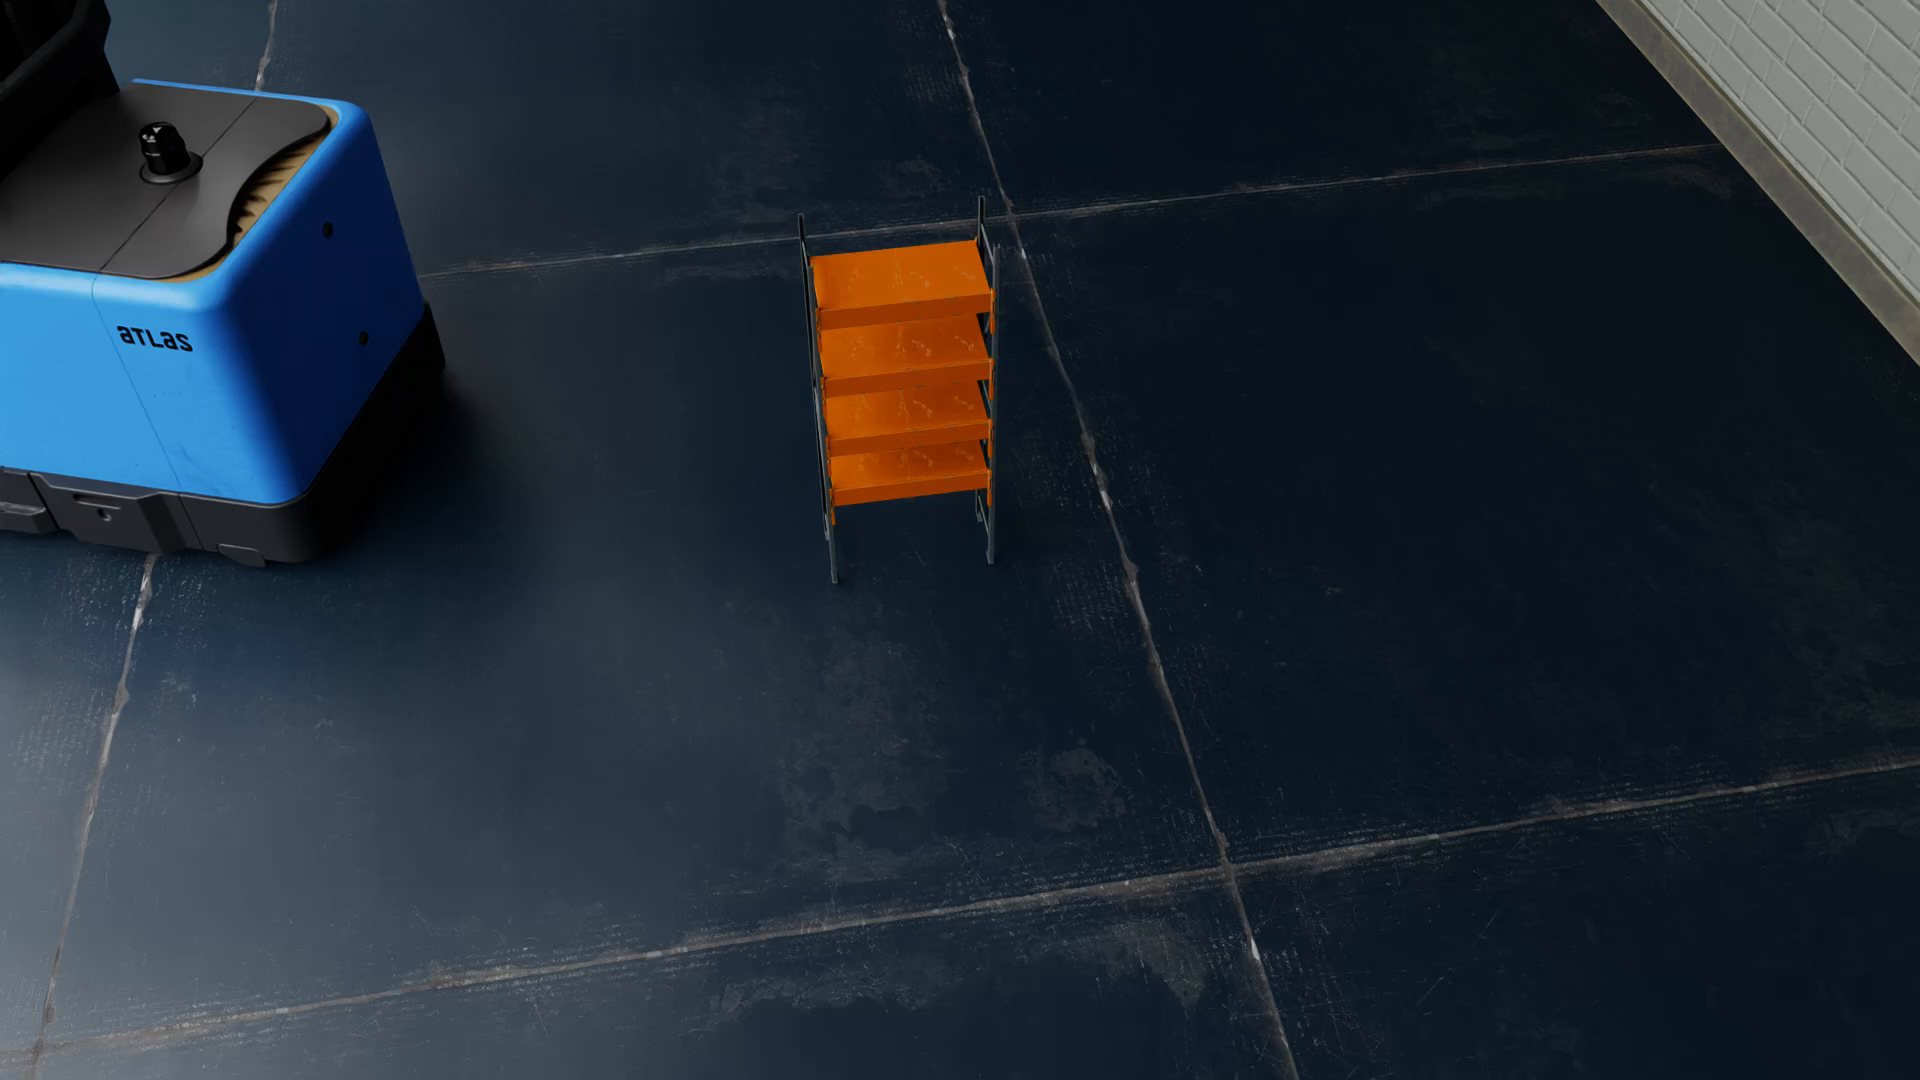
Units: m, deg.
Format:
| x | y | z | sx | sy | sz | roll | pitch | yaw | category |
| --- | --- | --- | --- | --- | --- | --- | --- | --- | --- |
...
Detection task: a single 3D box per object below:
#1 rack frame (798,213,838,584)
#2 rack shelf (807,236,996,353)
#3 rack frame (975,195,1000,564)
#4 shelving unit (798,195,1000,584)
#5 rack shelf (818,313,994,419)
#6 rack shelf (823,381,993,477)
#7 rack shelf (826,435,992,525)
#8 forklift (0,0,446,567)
| x | y | z | sx | sy | sz | roll | pitch | yaw | category |
| --- | --- | --- | --- | --- | --- | --- | --- | --- | --- |
| -0.404 | -0.366 | 4.769 | 0.015 | 1.200 | 0.240 | -7 | 46 | -7 | rack frame |
| -0.163 | -0.669 | 4.515 | 0.480 | 0.148 | 0.258 | -7 | 46 | -7 | rack shelf |
| 0.077 | -0.426 | 4.827 | 0.015 | 1.200 | 0.240 | -7 | 46 | -7 | rack frame |
| -0.163 | -0.396 | 4.798 | 0.503 | 1.200 | 0.258 | -7 | 46 | -7 | shelving unit |
| -0.163 | -0.505 | 4.686 | 0.480 | 0.148 | 0.258 | -7 | 46 | -7 | rack shelf |
| -0.163 | -0.349 | 4.847 | 0.480 | 0.148 | 0.258 | -7 | 46 | -7 | rack shelf |
| -0.163 | -0.212 | 4.990 | 0.480 | 0.148 | 0.258 | -7 | 46 | -7 | rack shelf |
| -3.341 | -1.460 | 4.621 | 3.031 | 2.935 | 1.130 | 8 | 47 | 8 | forklift |
